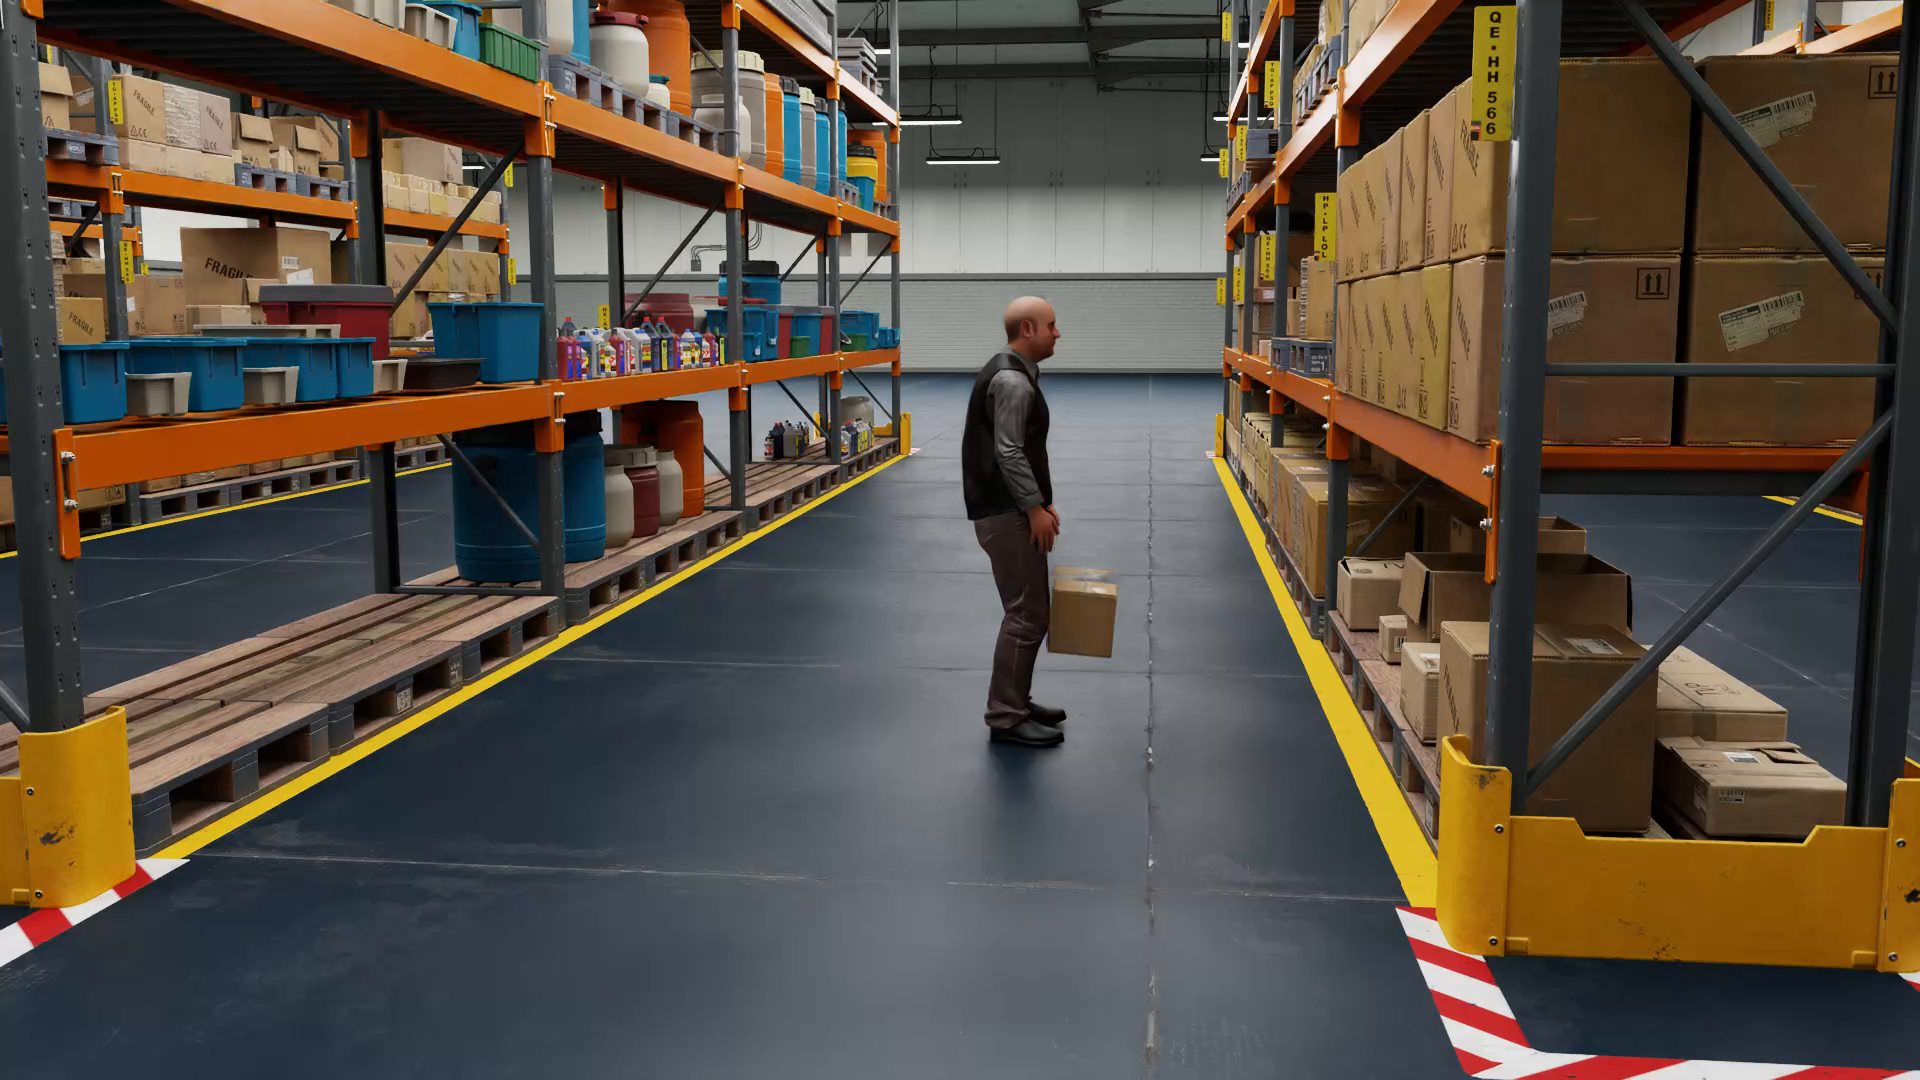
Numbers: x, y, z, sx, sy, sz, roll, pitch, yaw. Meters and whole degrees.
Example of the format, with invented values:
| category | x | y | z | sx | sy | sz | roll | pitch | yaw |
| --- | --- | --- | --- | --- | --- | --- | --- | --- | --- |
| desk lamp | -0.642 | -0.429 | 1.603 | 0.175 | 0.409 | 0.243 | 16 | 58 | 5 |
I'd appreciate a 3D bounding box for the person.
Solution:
| category | x | y | z | sx | sy | sz | roll | pitch | yaw |
| --- | --- | --- | --- | --- | --- | --- | --- | --- | --- |
| person | 0.226 | -0.089 | 6.545 | 0.394 | 1.724 | 0.561 | 1 | 8 | 5 |
